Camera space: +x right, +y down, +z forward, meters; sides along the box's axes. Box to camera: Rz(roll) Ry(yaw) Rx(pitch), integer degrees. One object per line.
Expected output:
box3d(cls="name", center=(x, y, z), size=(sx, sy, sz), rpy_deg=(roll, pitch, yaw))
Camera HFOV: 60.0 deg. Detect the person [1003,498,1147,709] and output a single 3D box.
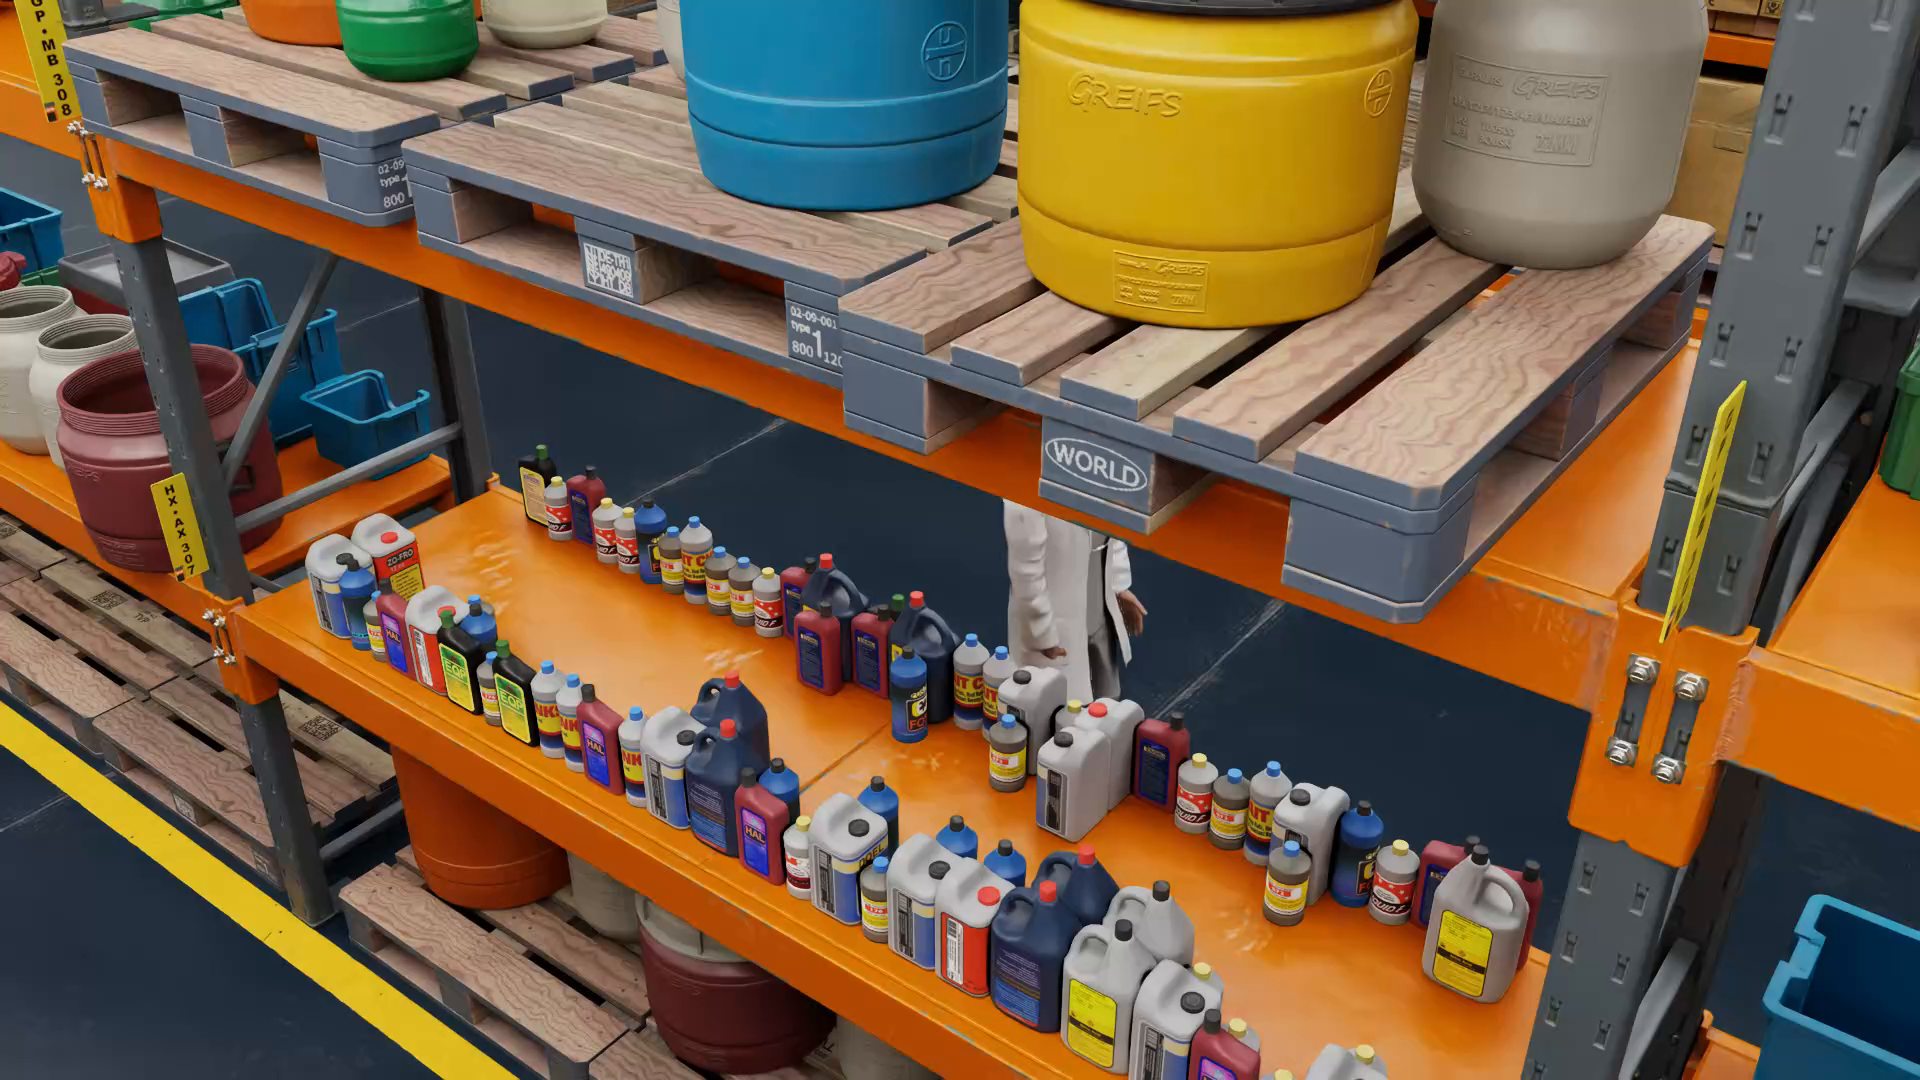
box3d(cls="person", center=(0.387, 0.274, 5.707), size=(0.378, 1.762, 0.572), rpy_deg=(22, 37, 32))
